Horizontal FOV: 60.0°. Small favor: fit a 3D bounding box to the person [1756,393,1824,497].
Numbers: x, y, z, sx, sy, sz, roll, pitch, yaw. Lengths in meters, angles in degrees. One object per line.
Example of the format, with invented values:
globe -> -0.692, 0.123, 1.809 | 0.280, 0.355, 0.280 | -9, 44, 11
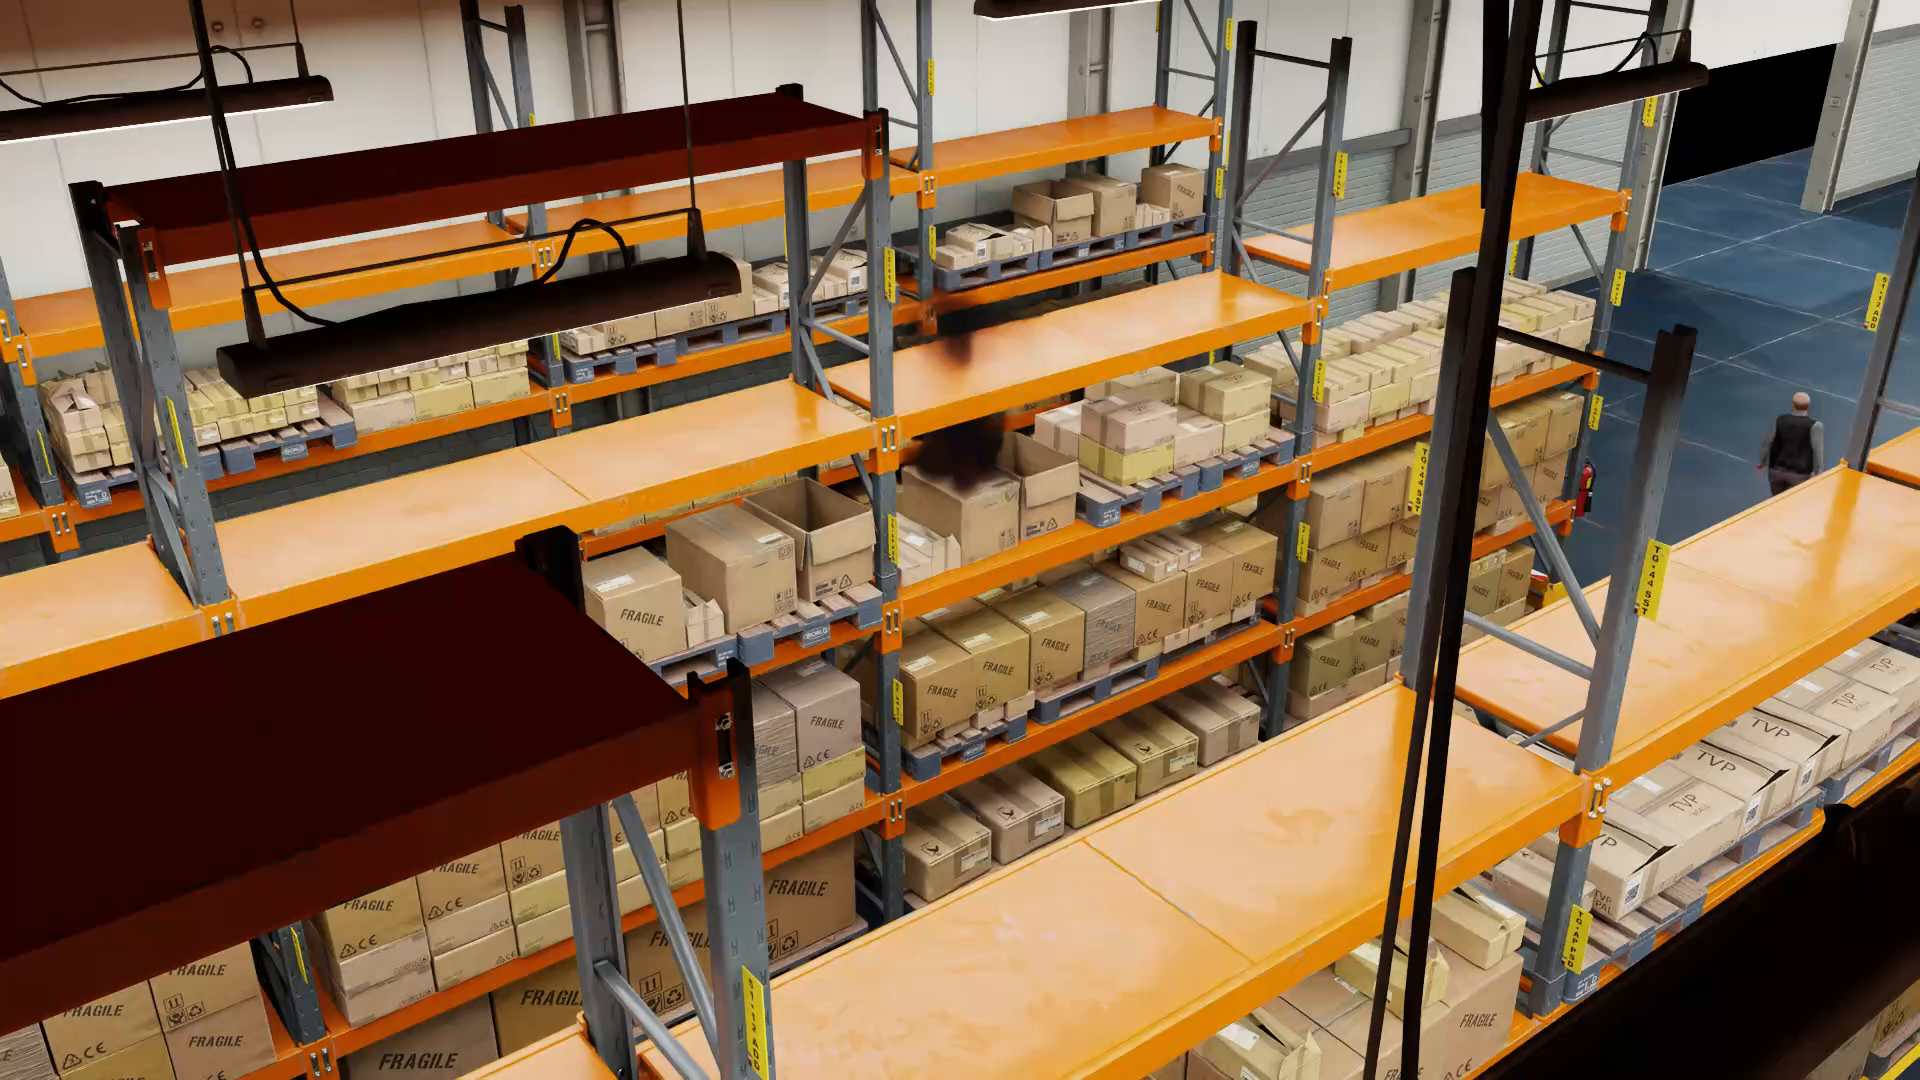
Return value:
person -> 8.797, -0.688, 17.625 | 0.791, 1.655, 0.641 | 23, 34, 39
